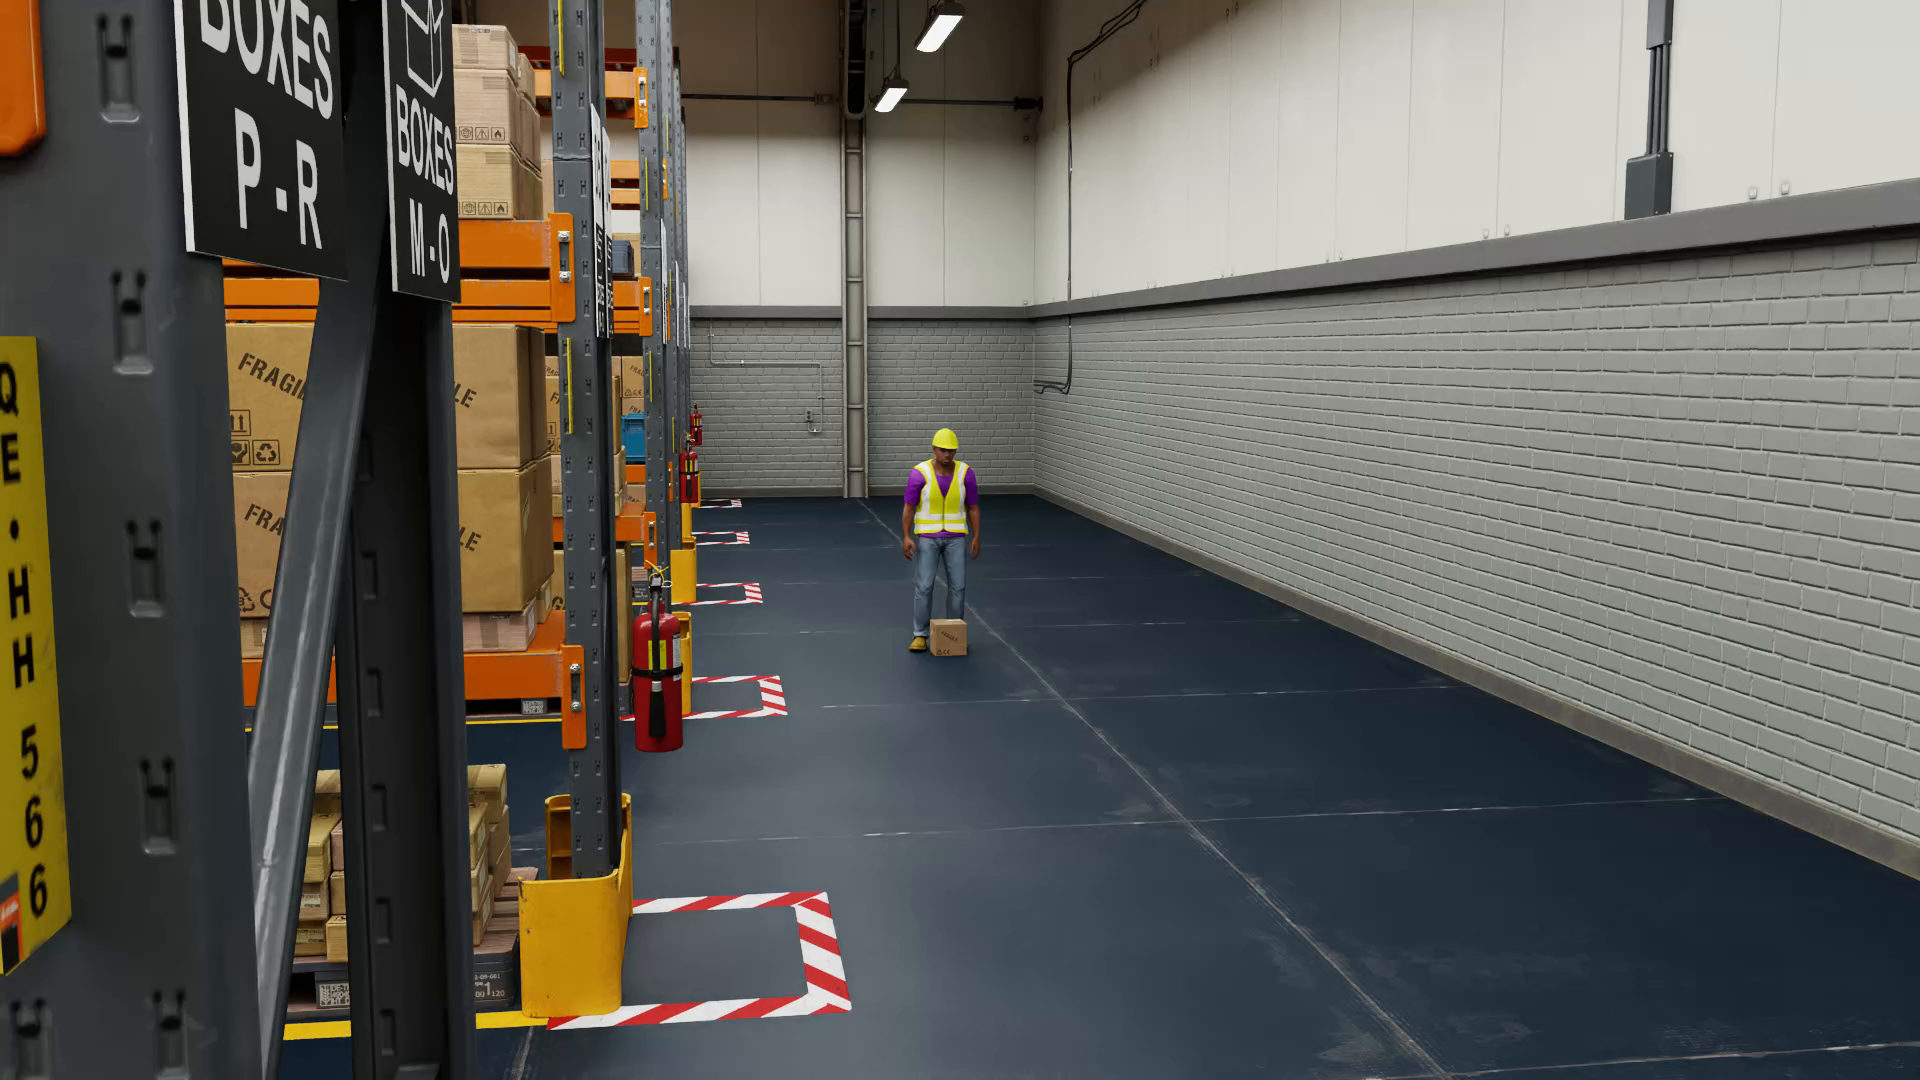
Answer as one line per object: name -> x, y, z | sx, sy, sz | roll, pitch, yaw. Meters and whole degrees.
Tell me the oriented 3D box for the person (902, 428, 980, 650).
person -> -0.145, -0.009, 13.210 | 0.628, 1.761, 0.457 | -1, 7, -8
